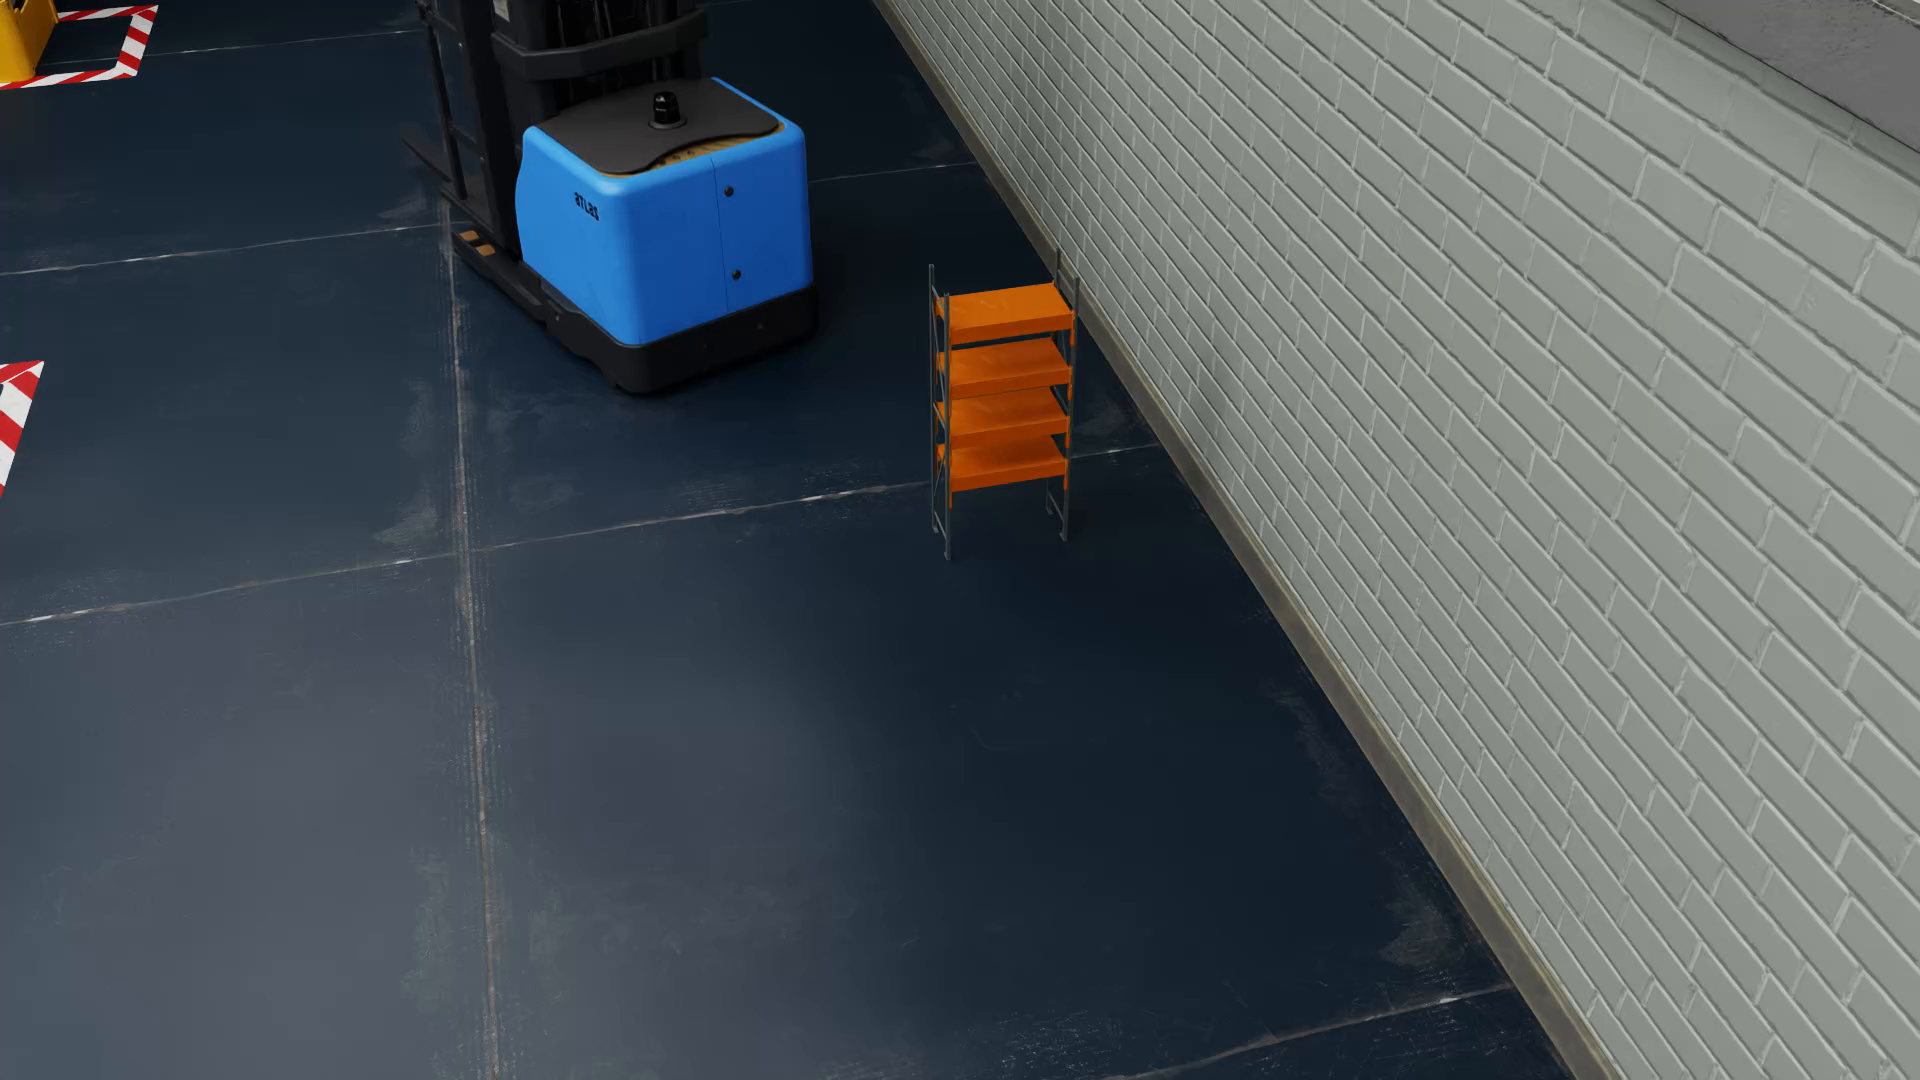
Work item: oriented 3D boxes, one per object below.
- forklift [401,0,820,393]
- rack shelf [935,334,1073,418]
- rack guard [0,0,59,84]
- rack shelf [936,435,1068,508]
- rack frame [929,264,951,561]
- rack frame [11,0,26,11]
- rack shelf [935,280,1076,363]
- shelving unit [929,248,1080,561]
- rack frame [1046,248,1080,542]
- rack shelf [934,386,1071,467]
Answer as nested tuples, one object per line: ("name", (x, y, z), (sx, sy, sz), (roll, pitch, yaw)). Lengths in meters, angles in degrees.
("forklift", (-1.969, -2.669, 7.827), (1.130, 2.935, 3.031), (-25, 44, -29))
("rack shelf", (0.160, -0.627, 6.325), (0.480, 0.148, 0.258), (-9, 38, -12))
("rack guard", (-6.213, -3.435, 10.828), (0.348, 0.500, 1.175), (-9, 38, -12))
("rack shelf", (0.160, -0.292, 6.581), (0.480, 0.148, 0.258), (-9, 38, -12))
("rack frame", (-0.076, -0.464, 6.369), (0.015, 1.200, 0.240), (-9, 38, -12))
("rack frame", (-6.237, -4.424, 10.064), (0.127, 3.000, 1.000), (-9, 38, -12))
("rack shelf", (0.160, -0.815, 6.181), (0.480, 0.148, 0.258), (-9, 38, -12))
("shelving unit", (0.160, -0.503, 6.420), (0.503, 1.200, 0.258), (-9, 38, -12))
("rack frame", (0.395, -0.541, 6.470), (0.015, 1.200, 0.240), (-9, 38, -12))
("rack shelf", (0.160, -0.449, 6.461), (0.480, 0.148, 0.258), (-9, 38, -12))
